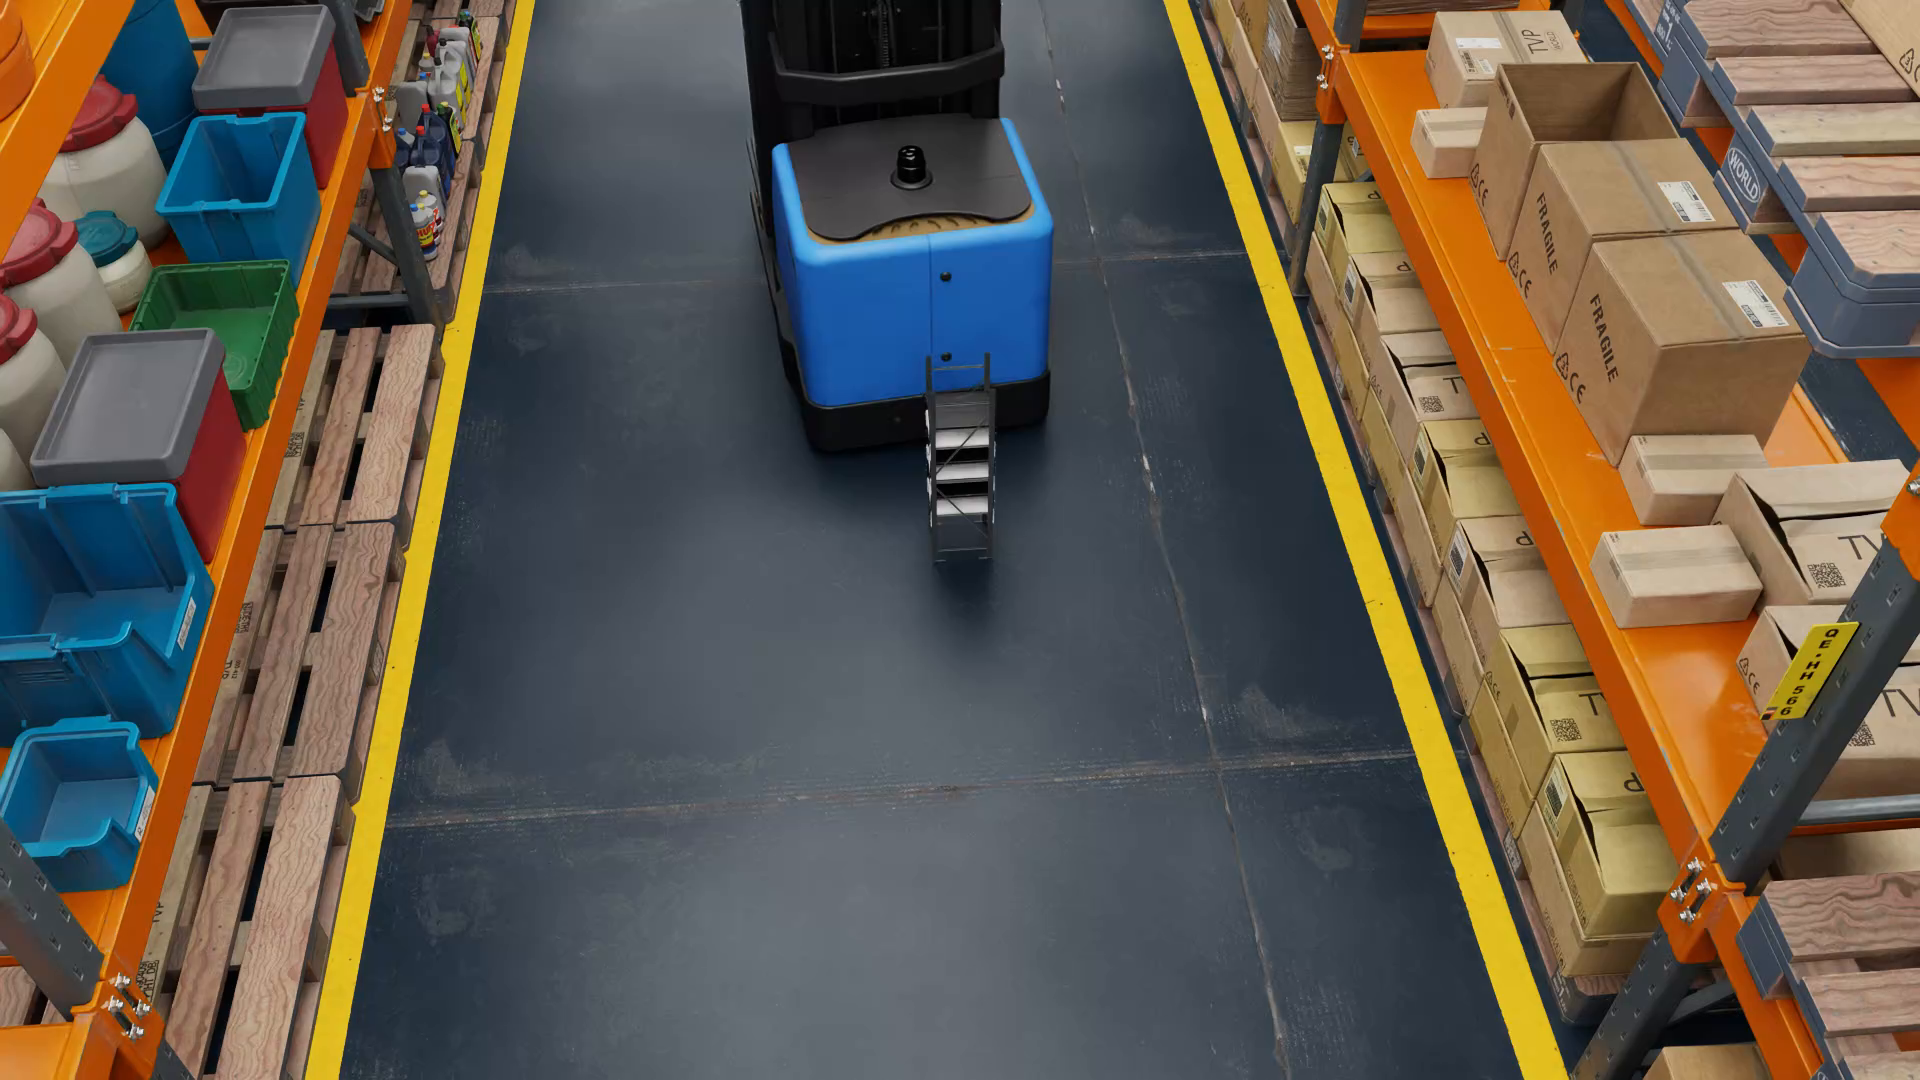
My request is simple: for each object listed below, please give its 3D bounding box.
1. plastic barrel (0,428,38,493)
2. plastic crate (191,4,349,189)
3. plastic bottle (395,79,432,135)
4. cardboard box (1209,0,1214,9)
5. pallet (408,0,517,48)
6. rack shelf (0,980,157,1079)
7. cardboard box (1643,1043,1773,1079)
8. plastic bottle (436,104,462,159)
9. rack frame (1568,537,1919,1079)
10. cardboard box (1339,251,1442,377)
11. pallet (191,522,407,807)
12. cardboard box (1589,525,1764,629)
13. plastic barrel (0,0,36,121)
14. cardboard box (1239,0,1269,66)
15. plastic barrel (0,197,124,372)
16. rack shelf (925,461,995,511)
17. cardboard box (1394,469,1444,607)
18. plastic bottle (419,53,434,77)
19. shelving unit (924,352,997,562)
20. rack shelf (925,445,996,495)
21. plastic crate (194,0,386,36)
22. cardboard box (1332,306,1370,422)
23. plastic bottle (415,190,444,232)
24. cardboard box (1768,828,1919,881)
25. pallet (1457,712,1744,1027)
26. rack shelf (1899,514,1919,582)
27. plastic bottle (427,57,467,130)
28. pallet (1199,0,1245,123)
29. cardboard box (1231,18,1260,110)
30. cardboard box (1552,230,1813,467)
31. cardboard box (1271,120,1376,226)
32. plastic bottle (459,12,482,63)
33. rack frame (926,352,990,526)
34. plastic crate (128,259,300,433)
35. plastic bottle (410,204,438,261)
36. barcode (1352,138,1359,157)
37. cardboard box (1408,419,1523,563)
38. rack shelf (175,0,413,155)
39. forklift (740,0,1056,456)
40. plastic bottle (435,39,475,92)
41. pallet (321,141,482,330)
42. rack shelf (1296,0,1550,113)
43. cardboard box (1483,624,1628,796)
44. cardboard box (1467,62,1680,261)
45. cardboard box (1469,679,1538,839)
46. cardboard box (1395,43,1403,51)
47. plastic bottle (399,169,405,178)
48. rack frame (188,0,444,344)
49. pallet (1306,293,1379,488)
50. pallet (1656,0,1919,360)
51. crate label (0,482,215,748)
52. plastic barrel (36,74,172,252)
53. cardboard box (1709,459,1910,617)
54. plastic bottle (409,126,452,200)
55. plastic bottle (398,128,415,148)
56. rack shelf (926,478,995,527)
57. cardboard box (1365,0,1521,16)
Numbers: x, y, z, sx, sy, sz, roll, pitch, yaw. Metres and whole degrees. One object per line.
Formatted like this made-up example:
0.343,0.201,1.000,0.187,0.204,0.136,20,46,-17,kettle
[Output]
-2.875,-0.126,4.726,0.421,0.512,0.421,0,47,0,plastic barrel
-2.531,-1.635,6.189,0.402,0.464,0.583,-3,47,-3,plastic crate
-2.727,-2.186,8.327,0.152,0.276,0.135,-3,47,-3,plastic bottle
1.636,-3.212,9.330,0.500,0.250,0.500,-3,47,-3,cardboard box
-3.095,-3.240,9.673,1.003,0.211,1.213,-3,47,-3,pallet
-2.374,2.643,2.676,1.077,0.370,4.000,-3,47,-3,rack shelf
2.148,1.706,4.487,0.500,0.500,0.500,-2,47,-2,cardboard box
-2.518,-2.030,8.175,0.061,0.283,0.133,-2,47,-2,plastic bottle
2.395,0.651,4.068,1.000,3.000,0.127,-3,47,-3,rack frame
1.883,-0.959,6.810,0.500,0.311,0.500,-4,47,-4,cardboard box
-2.666,0.464,6.165,1.003,0.211,1.213,-3,47,-3,pallet
2.045,0.103,4.759,0.380,0.149,0.250,-3,47,-3,cardboard box
-2.448,-1.311,3.564,0.600,0.830,0.708,-3,47,-3,plastic barrel
1.728,-2.746,8.373,0.500,0.500,0.500,-3,47,-3,cardboard box
-2.953,-0.755,5.306,0.433,0.535,0.433,0,47,0,plastic barrel
0.001,-0.219,6.507,0.258,0.077,0.200,-3,47,-3,rack shelf
1.976,-0.023,6.310,0.500,0.250,0.500,-3,47,-3,cardboard box
-2.738,-2.421,8.601,0.097,0.201,0.097,0,47,0,plastic bottle
0.001,-0.304,6.418,0.258,0.900,0.210,-3,47,-3,shelving unit
0.001,-0.281,6.442,0.258,0.077,0.200,-3,47,-3,rack shelf
-2.793,-2.310,6.915,0.767,0.338,0.504,-3,47,-3,plastic crate
1.889,-0.766,7.014,0.500,0.250,0.500,-2,47,-2,cardboard box
-2.483,-1.538,7.765,0.097,0.201,0.097,0,47,0,plastic bottle
2.644,0.862,5.086,0.500,0.311,0.500,-2,47,-2,cardboard box
2.365,1.011,5.647,1.003,0.211,1.213,-3,47,-3,pallet
2.563,1.314,1.870,1.077,0.370,4.000,-3,47,-3,rack shelf
-2.581,-2.239,8.326,0.144,0.351,0.185,-4,47,-4,plastic bottle
1.930,-2.747,9.206,1.003,0.211,1.213,-3,47,-3,pallet
1.715,-2.488,8.645,0.500,0.250,0.500,-3,47,-3,cardboard box
2.238,-0.597,5.180,0.500,0.500,0.500,-6,47,-5,cardboard box
1.804,-1.765,7.960,0.500,0.250,0.500,-3,47,-3,cardboard box
-2.592,-2.671,8.781,0.061,0.283,0.133,-2,47,-2,plastic bottle
-0.008,-0.377,6.487,0.240,0.900,0.006,-3,47,-3,rack frame
-2.449,-0.629,5.426,0.450,0.188,0.662,-3,47,-3,plastic crate
-2.466,-1.415,7.601,0.097,0.271,0.097,0,47,0,plastic bottle
1.667,-1.655,7.009,0.001,0.075,0.075,-3,47,-3,barcode
1.977,-0.209,6.100,0.500,0.311,0.500,-2,47,-2,cardboard box
-3.043,-3.145,8.158,1.077,0.370,4.000,-3,47,-3,rack shelf
-0.411,-2.449,7.051,1.130,2.935,3.031,-9,47,-8,forklift
-2.615,-2.467,8.594,0.152,0.276,0.135,-5,47,-4,plastic bottle
-2.891,-1.475,8.001,1.003,0.211,1.213,-3,47,-3,pallet
1.893,-3.443,8.440,1.077,0.370,4.000,-3,47,-3,rack shelf
2.056,0.519,5.411,0.500,0.311,0.500,-4,47,-4,cardboard box
2.152,-1.340,5.884,0.500,0.500,0.500,0,47,0,cardboard box
2.061,0.713,5.613,0.500,0.250,0.500,-4,47,-4,cardboard box
2.284,-2.416,8.060,0.500,0.500,0.500,-3,47,-3,cardboard box
-2.626,-1.645,7.810,0.061,0.283,0.133,-3,47,-3,plastic bottle
-2.876,-1.945,6.526,1.000,3.000,0.127,-3,47,-3,rack frame
2.161,-0.754,7.319,1.003,0.211,1.213,-3,47,-3,pallet
2.249,-0.801,3.507,1.213,0.211,1.003,-2,47,-1,pallet
-2.355,0.202,4.469,0.502,0.435,0.616,-3,47,-3,crate label
-3.014,-1.286,5.809,0.433,0.535,0.433,0,47,0,plastic barrel
2.513,0.022,4.724,0.500,0.311,0.500,-4,47,-4,cardboard box
-2.530,-1.795,7.905,0.144,0.351,0.185,-2,47,-2,plastic bottle
-2.662,-1.865,8.026,0.097,0.271,0.097,0,47,0,plastic bottle
0.001,-0.157,6.573,0.258,0.077,0.200,-3,47,-3,rack shelf
2.017,-2.598,7.076,0.700,0.500,0.500,-5,47,-4,cardboard box
